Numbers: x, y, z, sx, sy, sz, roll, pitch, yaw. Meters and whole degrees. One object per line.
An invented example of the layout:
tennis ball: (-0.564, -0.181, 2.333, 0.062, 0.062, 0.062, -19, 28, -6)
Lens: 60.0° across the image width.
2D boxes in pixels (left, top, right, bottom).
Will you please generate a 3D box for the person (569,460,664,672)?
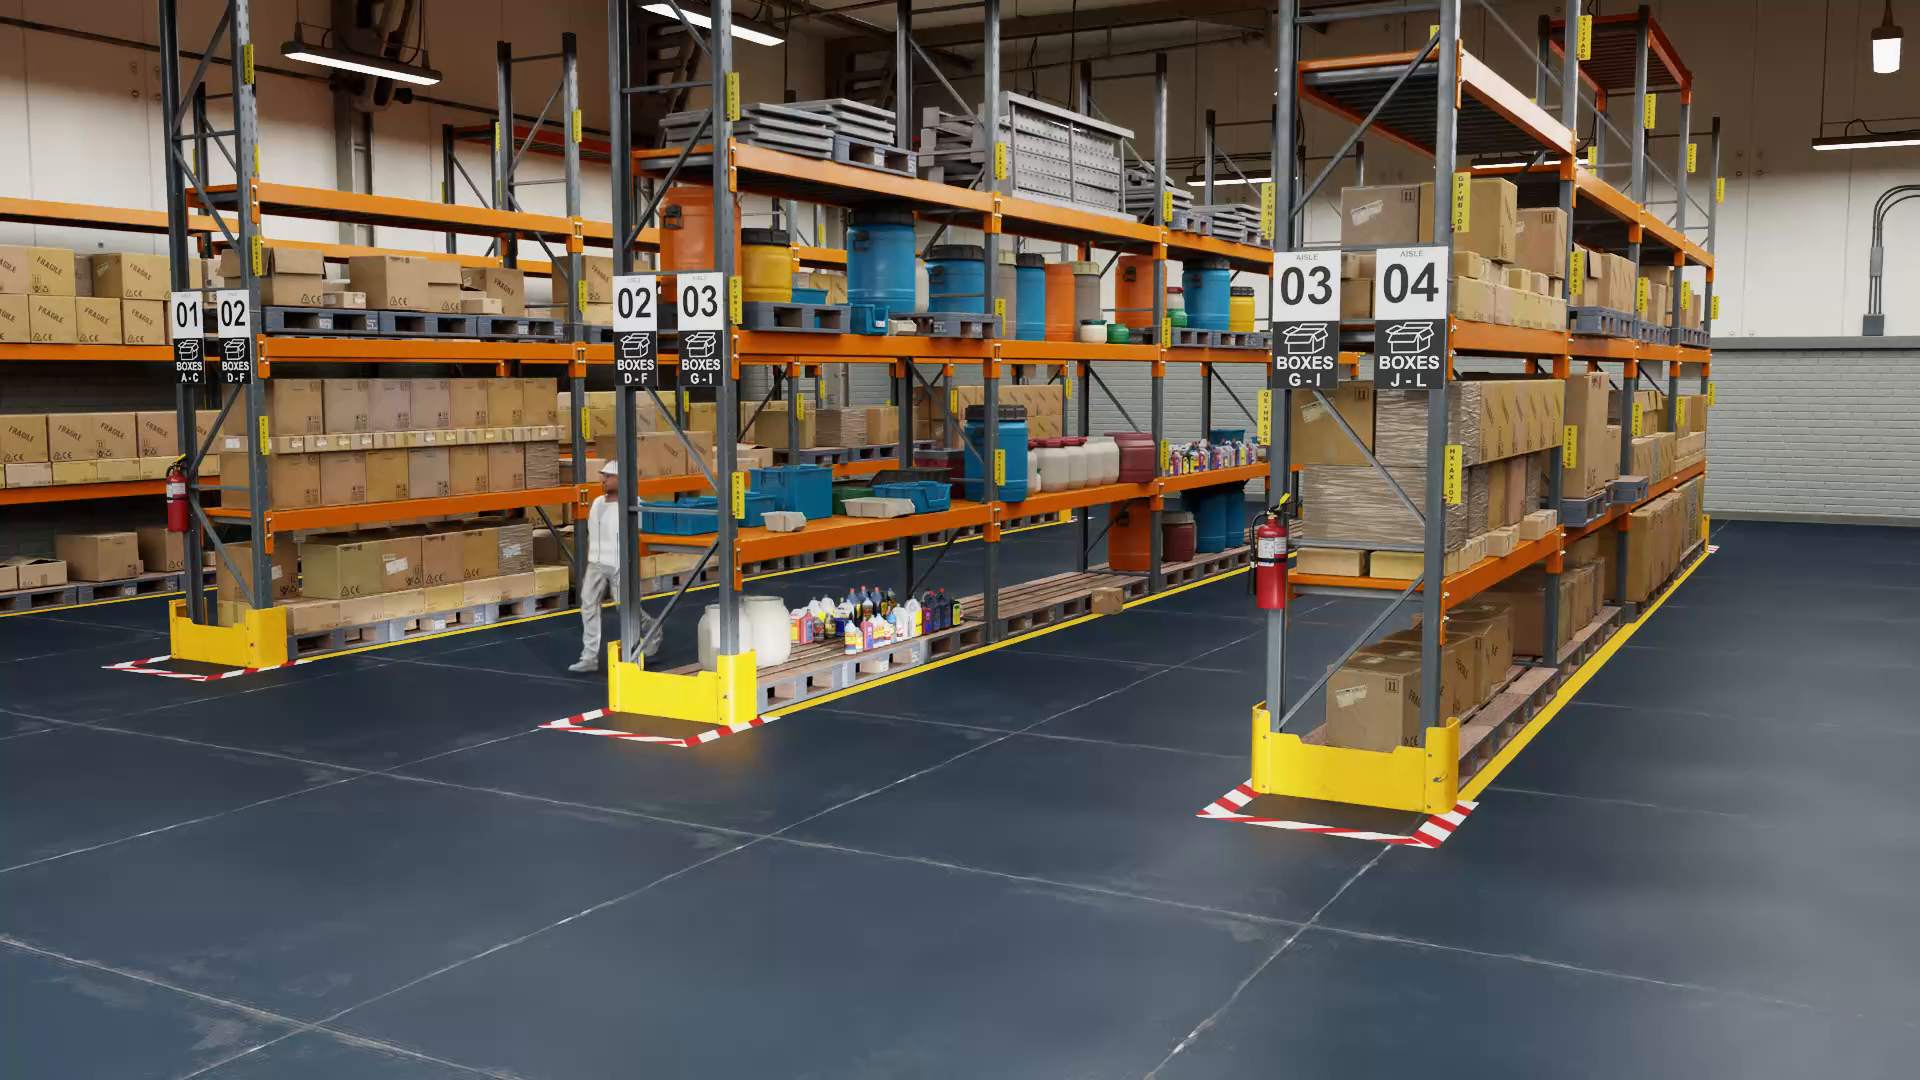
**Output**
person: (-2.904, 0.210, 14.015, 0.548, 1.758, 0.946, 3, 7, 30)
